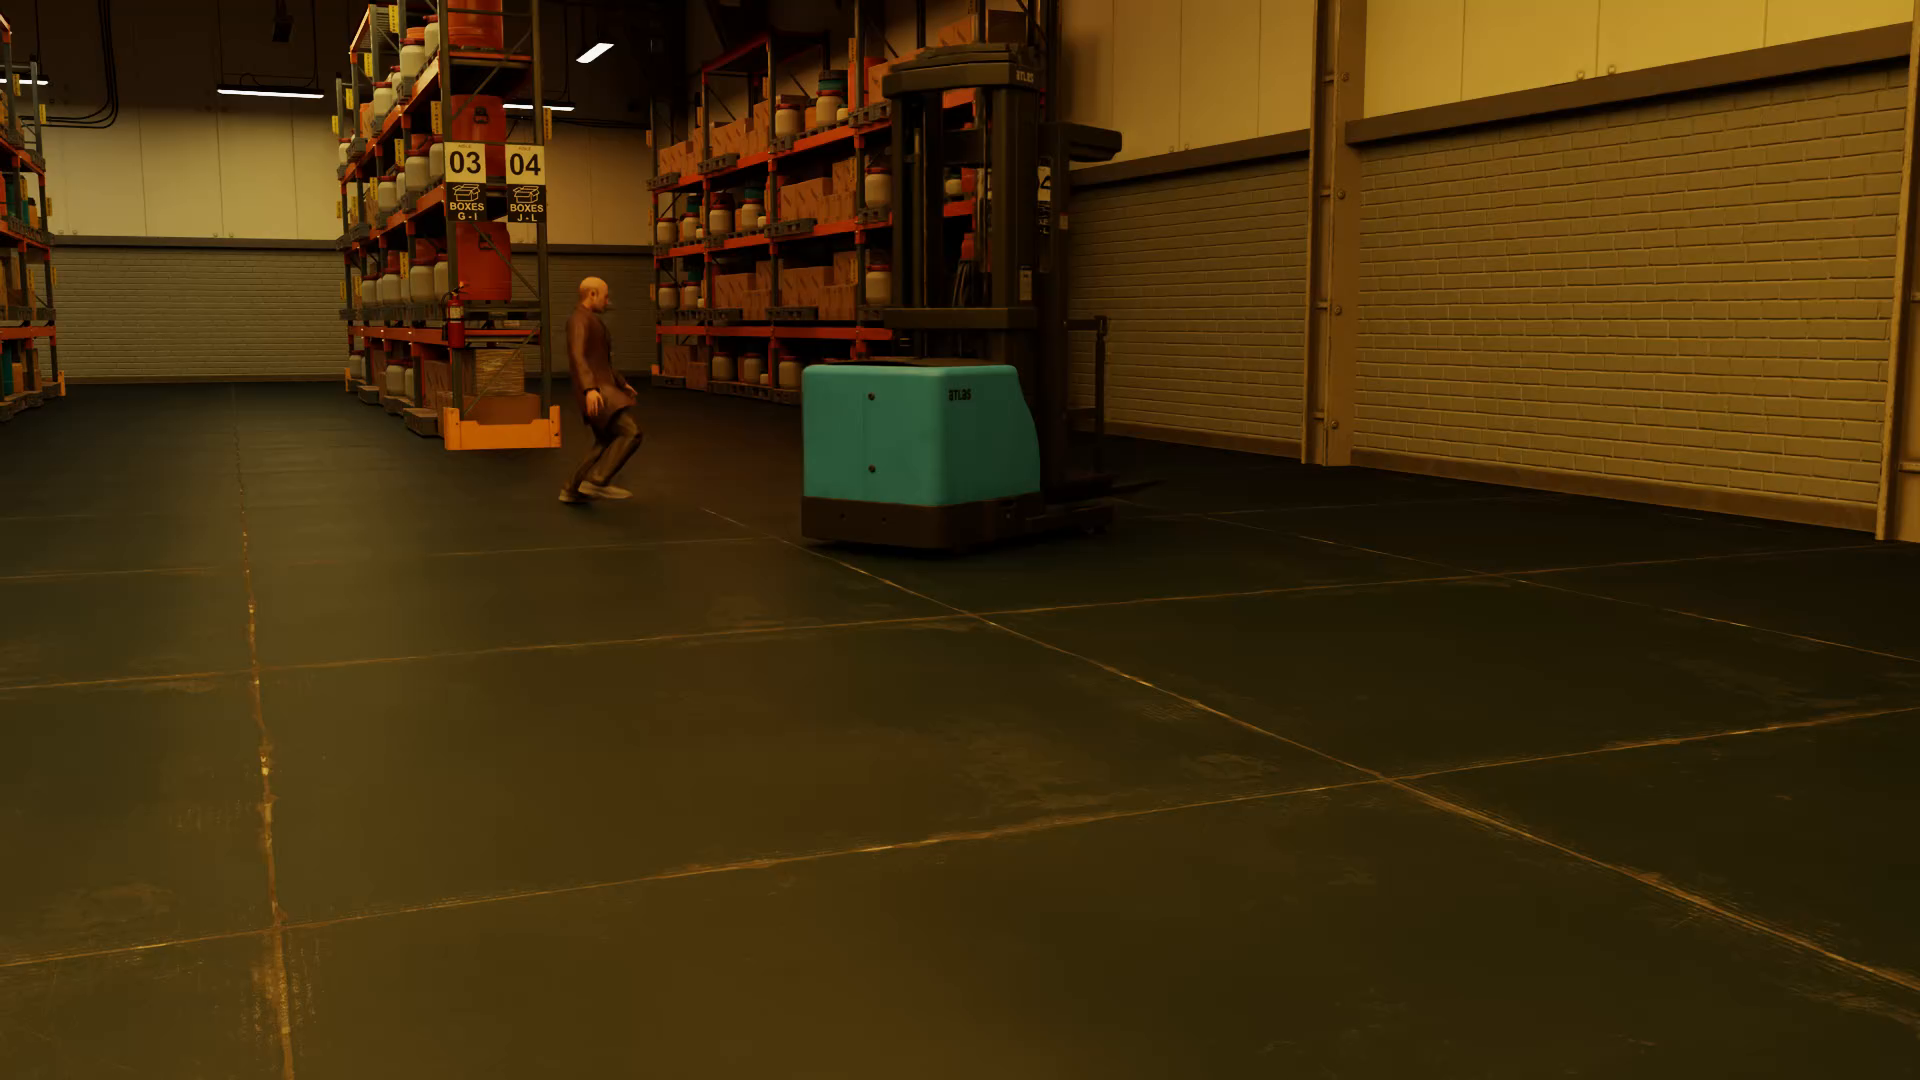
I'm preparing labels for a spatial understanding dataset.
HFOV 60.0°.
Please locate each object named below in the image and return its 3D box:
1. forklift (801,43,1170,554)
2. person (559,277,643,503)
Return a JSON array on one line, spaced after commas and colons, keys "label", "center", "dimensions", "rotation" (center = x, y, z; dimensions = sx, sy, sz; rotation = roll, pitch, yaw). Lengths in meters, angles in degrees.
[{"label": "forklift", "center": [0.327, -1.525, 10.508], "dimensions": [1.130, 2.935, 3.031], "rotation": [5, 9, 35]}, {"label": "person", "center": [-2.592, -1.052, 11.934], "dimensions": [0.666, 1.656, 0.987], "rotation": [-1, 8, -5]}]
